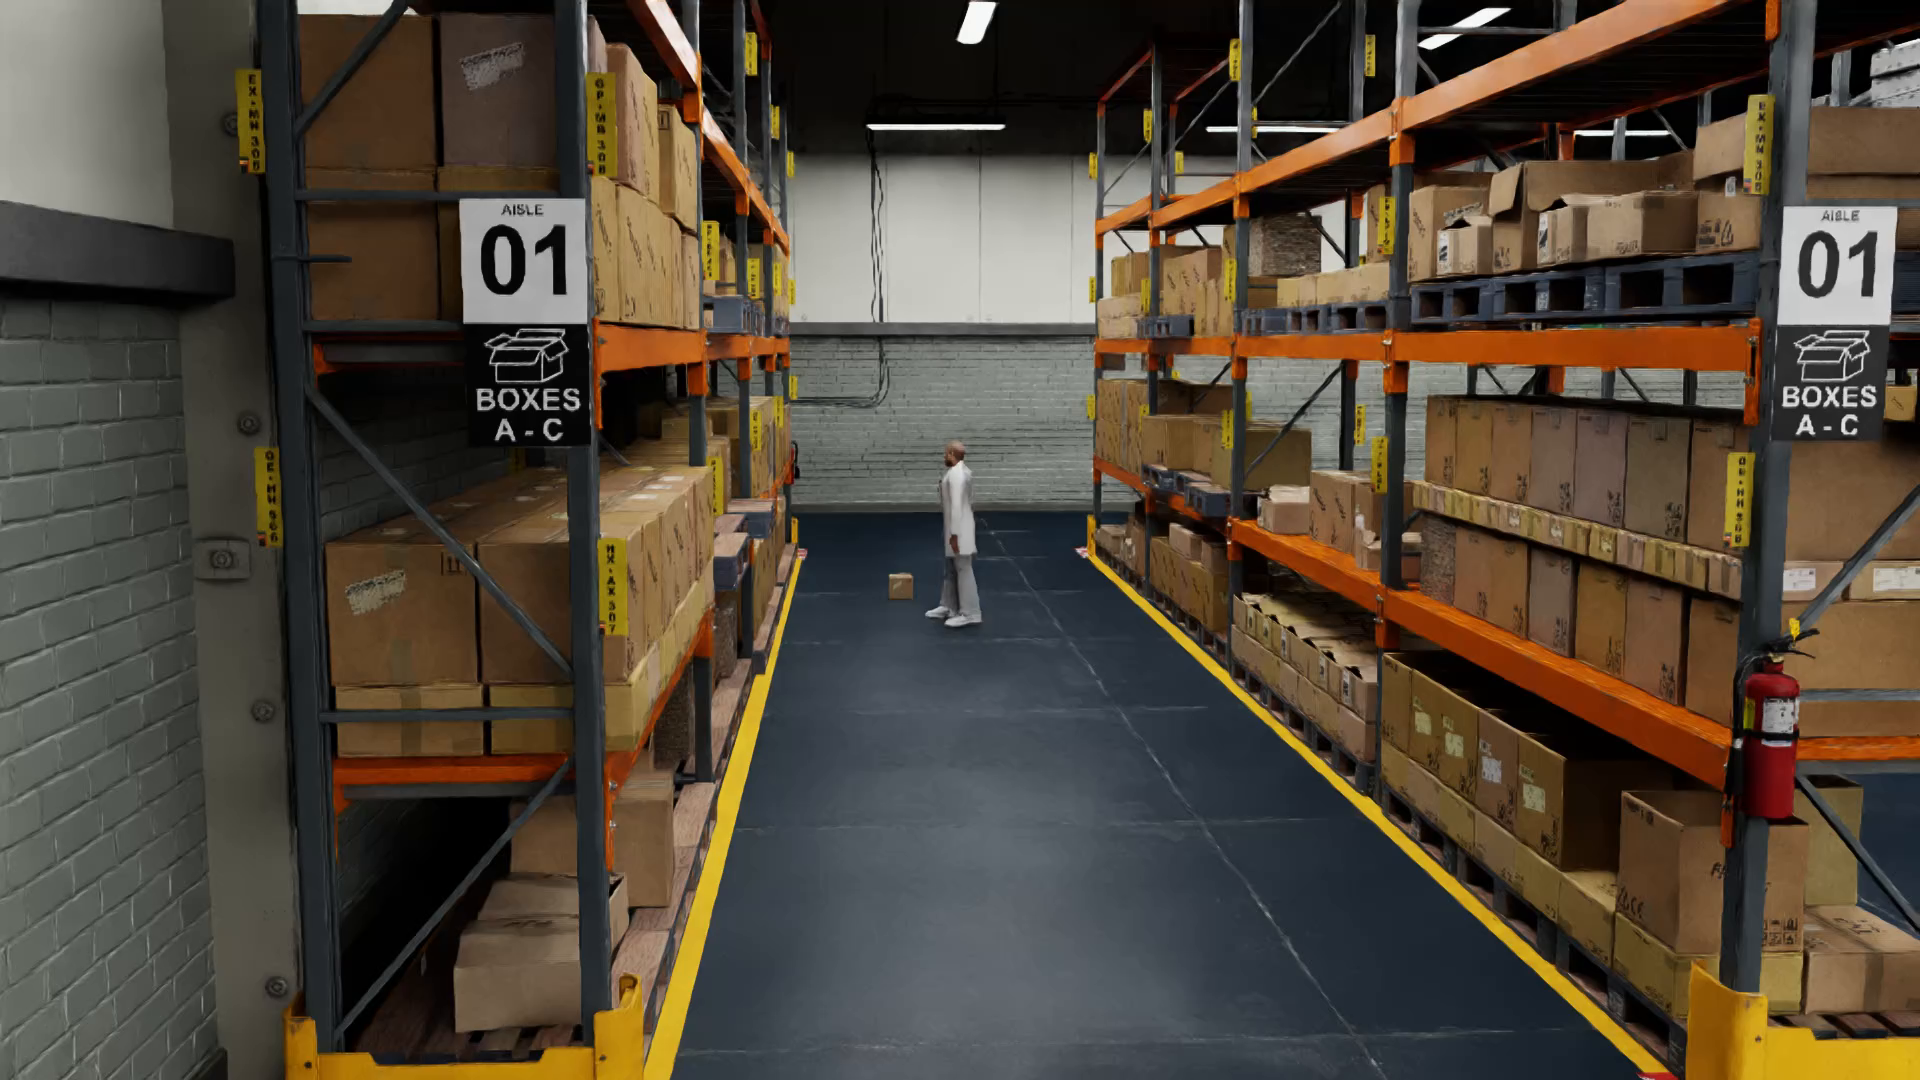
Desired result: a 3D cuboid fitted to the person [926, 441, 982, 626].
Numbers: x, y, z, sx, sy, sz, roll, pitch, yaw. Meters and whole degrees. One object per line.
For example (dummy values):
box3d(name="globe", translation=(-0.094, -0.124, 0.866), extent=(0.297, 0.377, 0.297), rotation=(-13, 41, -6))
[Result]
box3d(name="person", translation=(-0.058, -0.078, 16.271), extent=(0.567, 1.788, 0.663), rotation=(1, 7, 5))
